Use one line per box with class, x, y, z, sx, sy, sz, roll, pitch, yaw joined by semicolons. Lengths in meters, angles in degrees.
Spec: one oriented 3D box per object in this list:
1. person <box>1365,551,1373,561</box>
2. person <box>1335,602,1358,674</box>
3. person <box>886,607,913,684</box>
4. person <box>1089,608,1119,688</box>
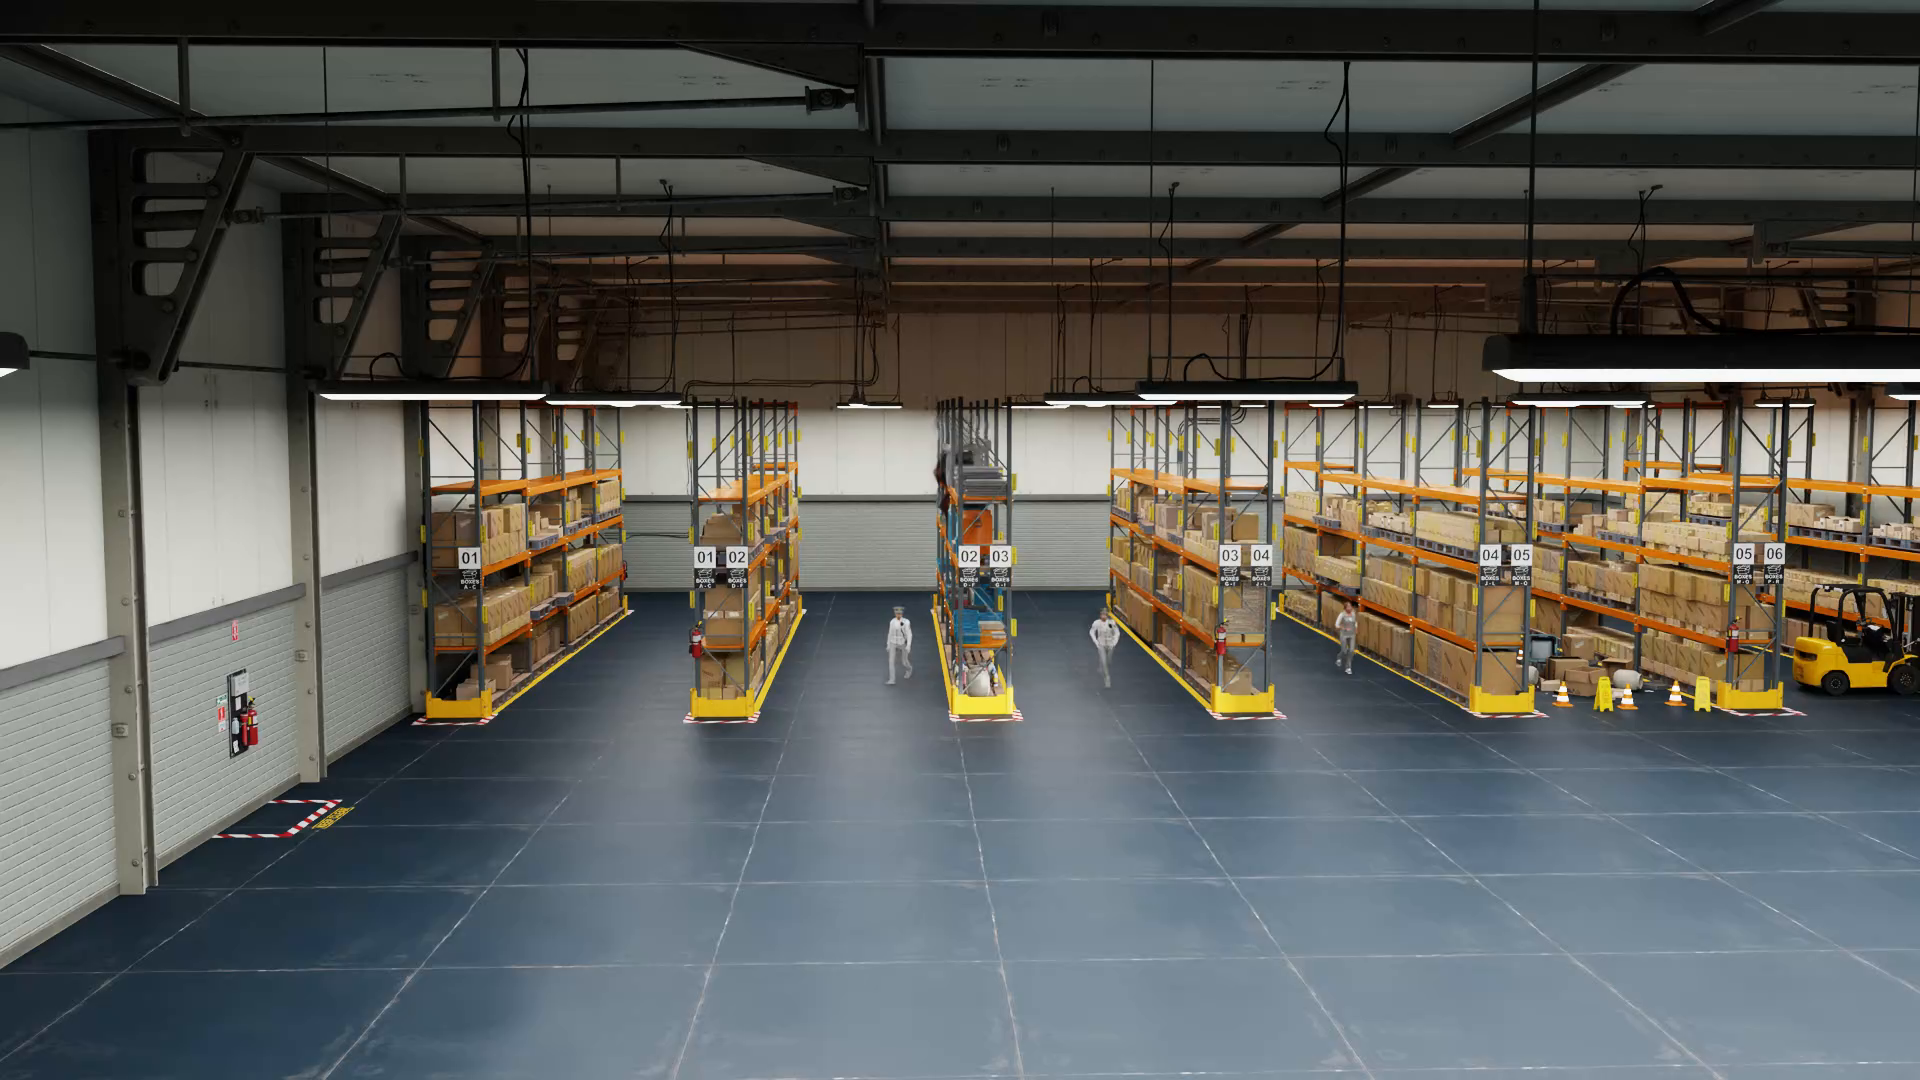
person;12.053;1.119;49.104;0.661;1.610;0.586;-1;5;-13
person;8.473;2.123;36.442;0.553;1.565;0.696;-1;4;-10
person;-1.267;2.192;34.986;0.569;1.613;0.809;1;5;18
person;3.025;2.229;34.921;0.625;1.679;0.890;0;4;-5
